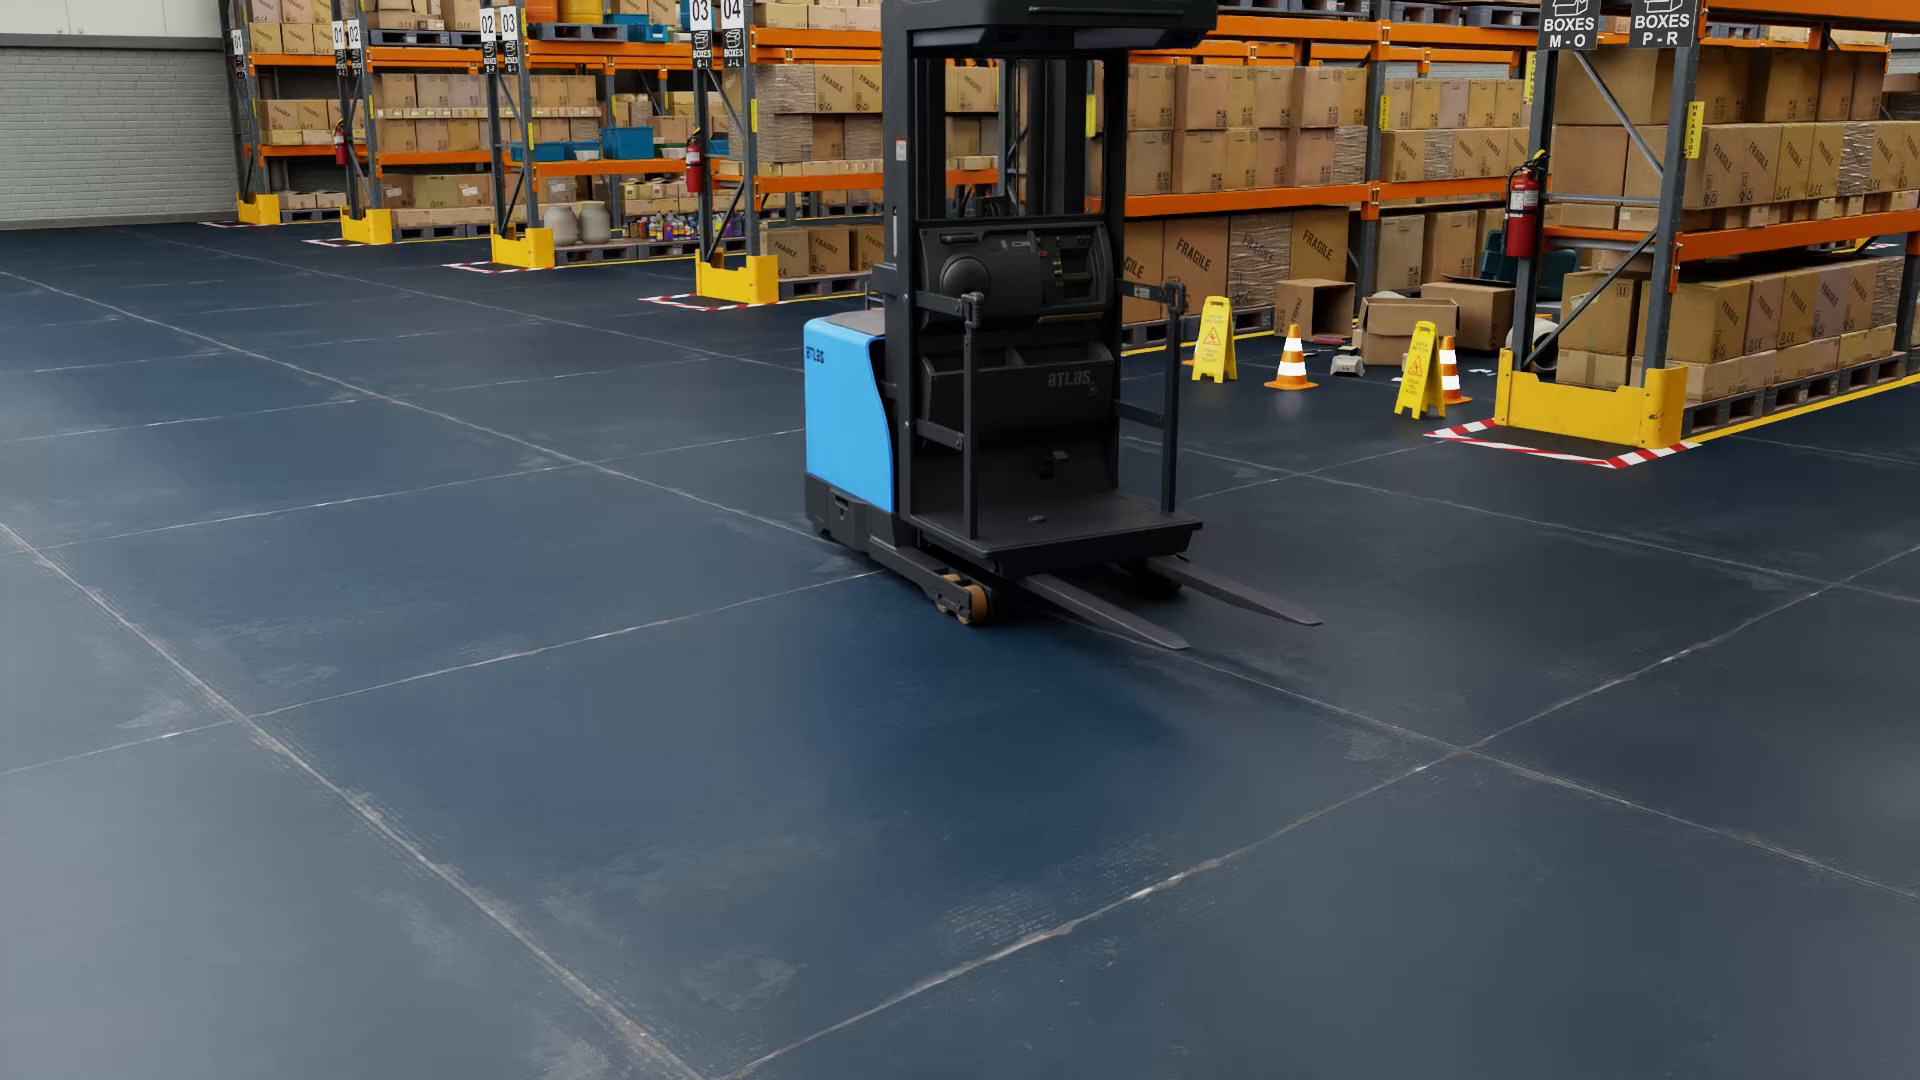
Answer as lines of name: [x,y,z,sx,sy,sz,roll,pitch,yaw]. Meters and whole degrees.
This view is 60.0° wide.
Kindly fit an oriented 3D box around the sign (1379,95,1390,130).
sign: [4.081,-4.110,15.995,0.005,0.325,0.100,-13,19,-39]

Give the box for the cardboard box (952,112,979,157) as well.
cardboard box: [-0.244,-4.794,19.617,0.500,0.500,0.875,-13,19,-39]

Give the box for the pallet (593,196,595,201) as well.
pallet: [-7.712,-6.630,32.663,1.213,0.211,1.003,-13,19,-39]

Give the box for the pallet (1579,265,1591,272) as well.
pallet: [7.324,-3.224,19.912,1.213,0.211,1.003,-13,19,-39]

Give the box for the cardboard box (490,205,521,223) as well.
cardboard box: [-7.298,-5.172,26.314,0.500,0.250,0.500,-13,19,-39]

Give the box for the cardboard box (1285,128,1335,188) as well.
cardboard box: [3.045,-3.672,15.893,0.550,0.550,0.875,-13,19,-39]

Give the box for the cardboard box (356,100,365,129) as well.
cardboard box: [-10.524,-7.540,29.462,0.500,0.500,0.500,-12,19,-38]

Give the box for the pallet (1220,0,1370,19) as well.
pallet: [3.091,-5.032,15.634,1.213,0.211,1.003,-13,19,-39]

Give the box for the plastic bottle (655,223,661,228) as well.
plastic bottle: [-4.227,-4.328,23.210,0.097,0.201,0.097,0,15,0]

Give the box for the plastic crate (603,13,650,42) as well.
plastic crate: [-4.492,-6.854,22.316,0.575,0.384,0.392,-13,19,-39]

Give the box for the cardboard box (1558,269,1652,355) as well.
cardboard box: [4.457,-1.561,11.342,0.500,0.500,0.500,-12,19,-39]

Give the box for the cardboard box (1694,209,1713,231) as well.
cardboard box: [4.597,-2.079,10.708,0.250,0.149,0.380,-12,19,-39]

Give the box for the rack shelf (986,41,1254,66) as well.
rack shelf: [2.045,-6.185,21.174,4.000,0.370,1.077,-13,19,-39]

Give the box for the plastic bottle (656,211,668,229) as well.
plastic bottle: [-4.200,-4.450,23.378,0.185,0.351,0.144,-12,19,-37]

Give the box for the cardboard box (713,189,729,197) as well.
cardboard box: [-4.330,-6.101,28.707,0.500,0.311,0.500,-12,19,-38]

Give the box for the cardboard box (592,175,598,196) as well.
cardboard box: [-7.531,-7.033,32.760,0.500,0.500,0.700,-13,20,-40]

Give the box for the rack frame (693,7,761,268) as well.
rack frame: [-2.482,-4.067,17.663,0.127,3.000,1.000,-13,19,-39]

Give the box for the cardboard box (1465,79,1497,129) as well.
cardboard box: [5.236,-4.637,17.665,0.500,0.500,0.700,-13,20,-40]

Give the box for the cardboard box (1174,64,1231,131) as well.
cardboard box: [1.869,-3.913,14.704,0.550,0.550,0.875,-13,19,-39]

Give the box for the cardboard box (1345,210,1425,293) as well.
cardboard box: [4.125,-3.000,17.216,0.750,0.750,1.050,-13,20,-40]

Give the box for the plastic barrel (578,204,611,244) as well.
plastic barrel: [-4.908,-4.243,22.331,0.421,0.512,0.421,0,15,0]

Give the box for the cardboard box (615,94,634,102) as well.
cardboard box: [-6.675,-8.768,32.958,0.380,0.149,0.250,12,19,38]

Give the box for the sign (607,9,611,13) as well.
sign: [-5.599,-8.303,26.554,0.005,0.325,0.100,-13,19,-39]

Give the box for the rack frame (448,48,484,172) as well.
rack frame: [-9.219,-7.637,31.030,0.127,3.000,1.000,-13,19,-39]

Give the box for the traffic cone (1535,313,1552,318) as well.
traffic cone: [5.718,-2.469,16.598,0.334,0.463,0.336,-13,19,-39]

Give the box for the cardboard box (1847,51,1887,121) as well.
cardboard box: [6.567,-3.458,12.676,0.500,0.500,0.700,-13,20,-40]

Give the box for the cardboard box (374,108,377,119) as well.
cardboard box: [-8.819,-6.460,25.170,0.250,0.149,0.380,-13,20,-40]

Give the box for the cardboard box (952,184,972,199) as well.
cardboard box: [-0.113,-6.894,32.240,0.500,0.500,0.500,-13,20,-40]

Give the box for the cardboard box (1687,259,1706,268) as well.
cardboard box: [5.081,-2.036,11.863,0.250,0.149,0.380,-12,19,-37]

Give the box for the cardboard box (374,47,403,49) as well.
cardboard box: [-10.220,-8.826,29.437,0.500,0.500,0.500,-14,20,-41]

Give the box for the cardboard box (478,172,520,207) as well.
cardboard box: [-7.298,-5.534,26.216,0.500,0.500,0.500,-13,19,-39]

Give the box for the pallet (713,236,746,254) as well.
pallet: [-3.249,-4.256,23.774,1.213,0.211,1.003,-13,19,-39]

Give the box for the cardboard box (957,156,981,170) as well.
cardboard box: [0.028,-4.394,19.375,0.250,0.149,0.380,-13,19,-39]

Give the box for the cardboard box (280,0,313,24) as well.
cardboard box: [-11.375,-9.043,28.310,0.500,0.500,0.500,-13,20,-40]

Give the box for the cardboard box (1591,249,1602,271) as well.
cardboard box: [5.850,-2.315,14.480,0.500,0.500,0.500,-13,19,-39]

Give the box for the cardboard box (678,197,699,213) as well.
cardboard box: [-4.722,-5.743,28.452,0.500,0.250,0.500,-13,20,-41]

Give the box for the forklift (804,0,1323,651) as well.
forklift: [0.354,-1.195,7.046,1.130,2.935,3.031,-8,17,-27]

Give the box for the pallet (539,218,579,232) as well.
pallet: [-6.592,-5.200,27.308,1.213,0.211,1.003,-13,19,-39]

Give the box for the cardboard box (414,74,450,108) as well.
cardboard box: [-8.188,-6.847,25.363,0.500,0.500,0.700,-13,20,-41]

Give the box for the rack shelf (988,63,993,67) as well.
rack shelf: [1.580,-9.469,33.470,4.000,0.370,1.077,-13,19,-39]

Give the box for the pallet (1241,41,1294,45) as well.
pallet: [4.004,-6.899,22.821,1.003,0.211,1.213,-12,19,-37]

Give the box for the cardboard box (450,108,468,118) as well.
cardboard box: [-7.767,-6.558,25.536,0.250,0.149,0.380,-14,20,-41]

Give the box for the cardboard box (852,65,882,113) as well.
cardboard box: [-1.130,-4.950,18.263,0.500,0.500,0.500,-13,19,-39]

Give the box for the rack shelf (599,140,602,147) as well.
rack shelf: [-7.710,-7.629,32.391,4.000,0.370,1.077,-13,19,-39]

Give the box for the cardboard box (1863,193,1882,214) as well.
cardboard box: [6.567,-2.507,12.312,0.250,0.149,0.380,-13,19,-39]

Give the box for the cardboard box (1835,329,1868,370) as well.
cardboard box: [6.376,-1.445,12.362,0.500,0.250,0.500,-13,20,-41]

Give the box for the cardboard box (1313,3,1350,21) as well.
cardboard box: [5.080,-7.474,23.593,0.637,0.503,0.797,-13,20,-40]

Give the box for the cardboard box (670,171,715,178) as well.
cardboard box: [-5.560,-7.578,34.161,0.750,0.750,0.750,-13,20,-40]

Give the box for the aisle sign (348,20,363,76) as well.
aisle sign: [-8.830,-7.181,24.285,0.004,0.787,0.394,-13,19,-39]

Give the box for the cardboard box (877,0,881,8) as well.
cardboard box: [-0.961,-5.903,18.242,0.250,0.149,0.380,-13,20,-40]

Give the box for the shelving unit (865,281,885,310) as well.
shelving unit: [-0.213,-0.768,8.797,0.503,1.200,0.258,-8,17,-27]

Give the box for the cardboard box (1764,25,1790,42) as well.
cardboard box: [10.273,-6.521,21.328,0.500,0.250,0.500,-11,19,-37]

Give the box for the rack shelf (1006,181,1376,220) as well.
rack shelf: [2.207,-3.075,15.345,4.000,0.370,1.077,-13,19,-39]

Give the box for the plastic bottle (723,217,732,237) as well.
plastic bottle: [-3.252,-4.376,23.229,0.133,0.283,0.061,-11,19,-36]
